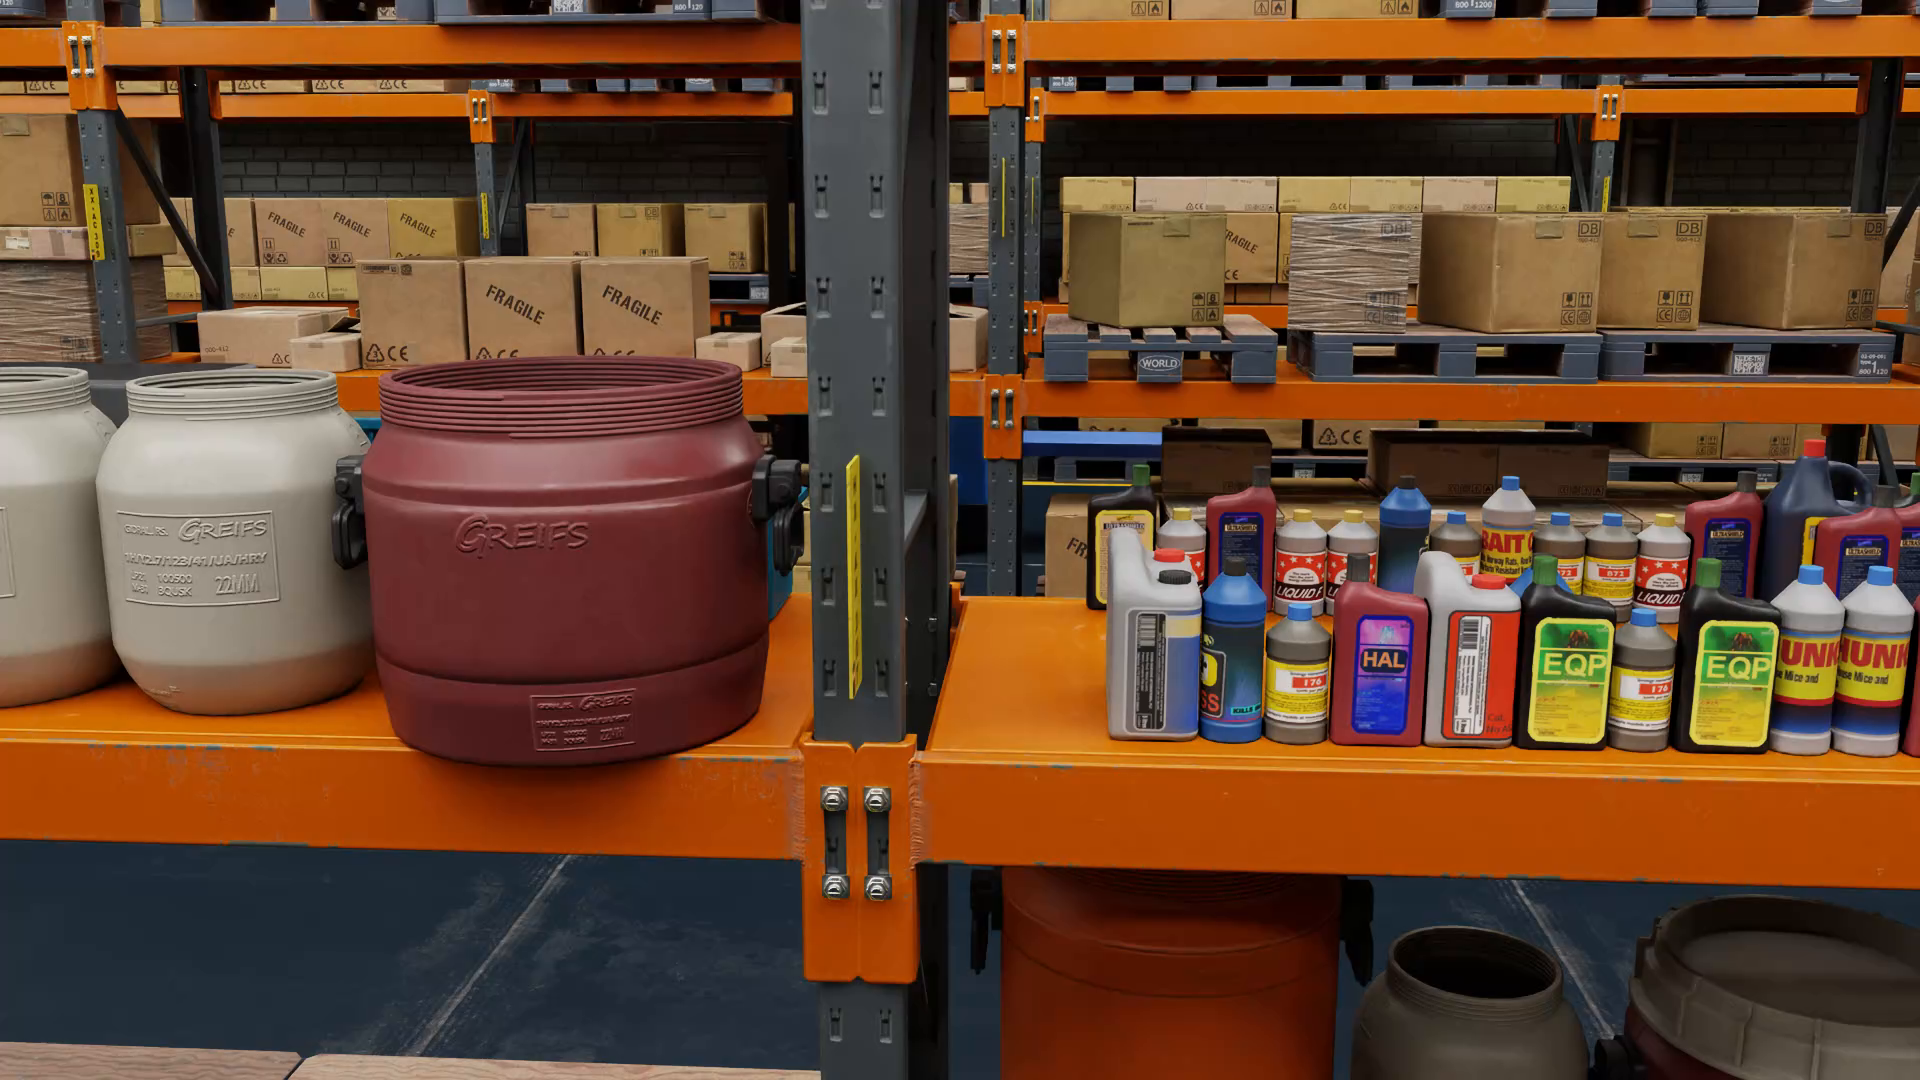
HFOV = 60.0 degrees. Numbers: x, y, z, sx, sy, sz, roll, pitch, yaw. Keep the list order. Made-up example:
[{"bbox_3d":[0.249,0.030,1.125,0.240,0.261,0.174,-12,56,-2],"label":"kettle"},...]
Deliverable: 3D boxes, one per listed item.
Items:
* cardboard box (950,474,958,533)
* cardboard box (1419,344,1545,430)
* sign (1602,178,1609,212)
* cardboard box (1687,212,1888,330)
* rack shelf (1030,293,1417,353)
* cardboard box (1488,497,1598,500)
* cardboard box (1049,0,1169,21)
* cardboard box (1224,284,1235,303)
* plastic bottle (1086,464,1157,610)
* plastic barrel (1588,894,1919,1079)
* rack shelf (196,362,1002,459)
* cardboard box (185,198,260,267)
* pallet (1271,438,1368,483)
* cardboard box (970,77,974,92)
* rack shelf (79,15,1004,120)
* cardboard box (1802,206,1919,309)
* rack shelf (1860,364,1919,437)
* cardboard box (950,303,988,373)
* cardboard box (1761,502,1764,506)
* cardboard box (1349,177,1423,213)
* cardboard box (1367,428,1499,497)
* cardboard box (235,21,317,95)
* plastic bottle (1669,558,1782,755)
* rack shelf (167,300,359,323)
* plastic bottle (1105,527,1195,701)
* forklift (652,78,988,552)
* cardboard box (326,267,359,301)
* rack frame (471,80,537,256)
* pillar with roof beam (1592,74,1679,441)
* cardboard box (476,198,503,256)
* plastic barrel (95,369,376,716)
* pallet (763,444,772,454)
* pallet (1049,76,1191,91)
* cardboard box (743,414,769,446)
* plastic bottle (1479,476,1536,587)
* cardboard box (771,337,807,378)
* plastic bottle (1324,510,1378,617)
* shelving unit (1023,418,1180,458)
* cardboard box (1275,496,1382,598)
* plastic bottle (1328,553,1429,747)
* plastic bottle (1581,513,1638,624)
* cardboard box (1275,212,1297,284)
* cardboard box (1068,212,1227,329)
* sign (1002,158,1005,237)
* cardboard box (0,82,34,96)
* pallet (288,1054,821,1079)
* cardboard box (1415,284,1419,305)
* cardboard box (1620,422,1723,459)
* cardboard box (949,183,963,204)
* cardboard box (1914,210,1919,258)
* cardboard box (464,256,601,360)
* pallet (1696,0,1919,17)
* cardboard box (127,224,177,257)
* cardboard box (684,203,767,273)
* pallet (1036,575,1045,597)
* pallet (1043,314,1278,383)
[{"bbox_3d":[-0.284,-0.195,8.193,0.500,0.311,0.500,1,12,6],"label":"cardboard box"},{"bbox_3d":[3.880,-1.086,12.360,0.750,0.750,0.750,1,12,4],"label":"cardboard box"},{"bbox_3d":[4.510,-2.368,11.627,0.005,0.325,0.100,1,12,4],"label":"sign"},{"bbox_3d":[3.752,-1.245,7.626,0.500,0.500,0.700,-3,12,-15],"label":"cardboard box"},{"bbox_3d":[2.541,-1.626,12.472,4.000,0.370,1.077,1,12,4],"label":"rack shelf"},{"bbox_3d":[2.712,0.000,7.974,0.500,0.500,0.500,1,12,4],"label":"cardboard box"},{"bbox_3d":[0.656,-2.511,7.378,0.500,0.500,0.910,1,12,4],"label":"cardboard box"},{"bbox_3d":[1.888,-1.834,12.276,0.250,0.149,0.380,1,12,5],"label":"cardboard box"},{"bbox_3d":[0.316,-0.006,3.256,0.133,0.283,0.061,1,12,4],"label":"plastic bottle"},{"bbox_3d":[1.500,1.012,2.968,0.708,0.588,0.600,1,12,4],"label":"plastic barrel"},{"bbox_3d":[-1.777,-0.669,7.896,4.000,0.370,1.077,1,12,4],"label":"rack shelf"},{"bbox_3d":[-5.457,-2.329,12.560,0.500,0.500,0.500,1,12,6],"label":"cardboard box"},{"bbox_3d":[2.541,-0.597,12.607,1.213,0.211,1.003,1,12,4],"label":"pallet"},{"bbox_3d":[-0.157,-3.589,12.482,0.500,0.500,0.500,1,12,4],"label":"cardboard box"},{"bbox_3d":[-1.777,-2.137,7.588,4.000,0.370,1.077,1,12,4],"label":"rack shelf"},{"bbox_3d":[6.532,-2.068,12.094,0.700,0.700,0.980,0,12,1],"label":"cardboard box"},{"bbox_3d":[6.205,-0.559,7.372,4.000,0.370,1.077,1,12,4],"label":"rack shelf"},{"bbox_3d":[-0.141,-0.964,7.767,0.500,0.311,0.500,2,12,7],"label":"cardboard box"},{"bbox_3d":[3.698,0.121,7.393,0.500,0.500,0.500,1,12,3],"label":"cardboard box"},{"bbox_3d":[3.035,-2.492,12.005,0.500,0.250,0.500,1,12,5],"label":"cardboard box"},{"bbox_3d":[2.245,-0.374,7.931,0.500,0.250,0.500,1,12,3],"label":"cardboard box"},{"bbox_3d":[-5.025,-3.553,12.308,0.500,0.500,0.500,0,12,2],"label":"cardboard box"},{"bbox_3d":[1.116,0.168,2.423,0.133,0.283,0.061,1,12,4],"label":"plastic bottle"},{"bbox_3d":[-5.441,-1.735,12.995,4.000,0.370,1.077,1,12,4],"label":"rack shelf"},{"bbox_3d":[0.304,0.120,2.671,0.135,0.276,0.152,1,12,4],"label":"plastic bottle"},{"bbox_3d":[-1.254,-1.468,10.126,3.031,2.935,1.130,1,12,5],"label":"forklift"},{"bbox_3d":[-4.435,-1.950,12.580,0.500,0.250,0.500,1,12,4],"label":"cardboard box"},{"bbox_3d":[-3.445,-2.060,12.791,0.127,3.000,1.000,1,12,4],"label":"rack frame"},{"bbox_3d":[5.005,-4.175,8.248,0.400,9.000,9.100,1,12,4],"label":"pillar with roof beam"},{"bbox_3d":[-3.900,-2.413,12.962,0.500,0.500,0.500,1,12,2],"label":"cardboard box"},{"bbox_3d":[-1.157,-0.007,2.701,0.421,0.512,0.421,0,12,0],"label":"plastic barrel"},{"bbox_3d":[-1.448,-0.669,12.950,1.213,0.211,1.003,1,12,4],"label":"pallet"},{"bbox_3d":[1.192,-3.383,12.251,1.003,0.211,1.213,1,12,6],"label":"pallet"},{"bbox_3d":[-1.684,-1.033,12.912,0.500,0.500,0.700,1,12,4],"label":"cardboard box"},{"bbox_3d":[1.049,0.014,3.191,0.097,0.271,0.097,0,12,0],"label":"plastic bottle"},{"bbox_3d":[-0.697,-0.826,7.506,0.250,0.149,0.380,1,12,4],"label":"cardboard box"},{"bbox_3d":[0.757,0.044,3.217,0.097,0.201,0.097,0,12,0],"label":"plastic bottle"},{"bbox_3d":[0.787,-0.719,10.044,1.048,1.500,0.538,1,12,5],"label":"shelving unit"},{"bbox_3d":[1.676,0.093,7.527,0.500,0.500,0.500,1,12,3],"label":"cardboard box"},{"bbox_3d":[0.619,0.161,2.456,0.133,0.283,0.061,1,12,4],"label":"plastic bottle"},{"bbox_3d":[1.243,0.051,3.186,0.097,0.201,0.097,0,12,0],"label":"plastic bottle"},{"bbox_3d":[2.550,-2.129,12.101,0.500,0.500,0.500,1,12,5],"label":"cardboard box"},{"bbox_3d":[0.854,-1.262,7.707,0.500,0.500,0.700,-3,12,-15],"label":"cardboard box"},{"bbox_3d":[0.185,-1.447,7.030,0.005,0.325,0.100,1,12,4],"label":"sign"},{"bbox_3d":[-7.119,-3.586,12.467,0.500,0.500,0.500,1,12,5],"label":"cardboard box"},{"bbox_3d":[-0.887,1.365,3.228,1.213,0.211,1.003,1,12,4],"label":"pallet"},{"bbox_3d":[3.404,-1.787,12.051,0.250,0.149,0.380,1,12,4],"label":"cardboard box"},{"bbox_3d":[5.276,-0.902,12.332,0.500,0.500,0.700,1,12,4],"label":"cardboard box"},{"bbox_3d":[-0.122,-2.587,12.407,0.250,0.149,0.380,-1,12,-6],"label":"cardboard box"},{"bbox_3d":[4.731,-1.523,7.537,0.500,0.500,0.500,1,12,4],"label":"cardboard box"},{"bbox_3d":[-1.982,-1.069,7.809,0.500,0.500,0.500,1,12,4],"label":"cardboard box"},{"bbox_3d":[3.564,-2.338,7.253,1.003,0.211,1.213,1,12,4],"label":"pallet"},{"bbox_3d":[-4.028,-1.458,8.083,0.250,0.149,0.380,1,12,4],"label":"cardboard box"},{"bbox_3d":[-1.724,-2.299,12.613,0.500,0.500,0.700,2,12,12],"label":"cardboard box"},{"bbox_3d":[0.961,0.389,7.891,1.213,0.211,1.003,1,12,4],"label":"pallet"},{"bbox_3d":[0.900,-0.905,7.735,1.003,0.211,1.213,1,12,4],"label":"pallet"}]
